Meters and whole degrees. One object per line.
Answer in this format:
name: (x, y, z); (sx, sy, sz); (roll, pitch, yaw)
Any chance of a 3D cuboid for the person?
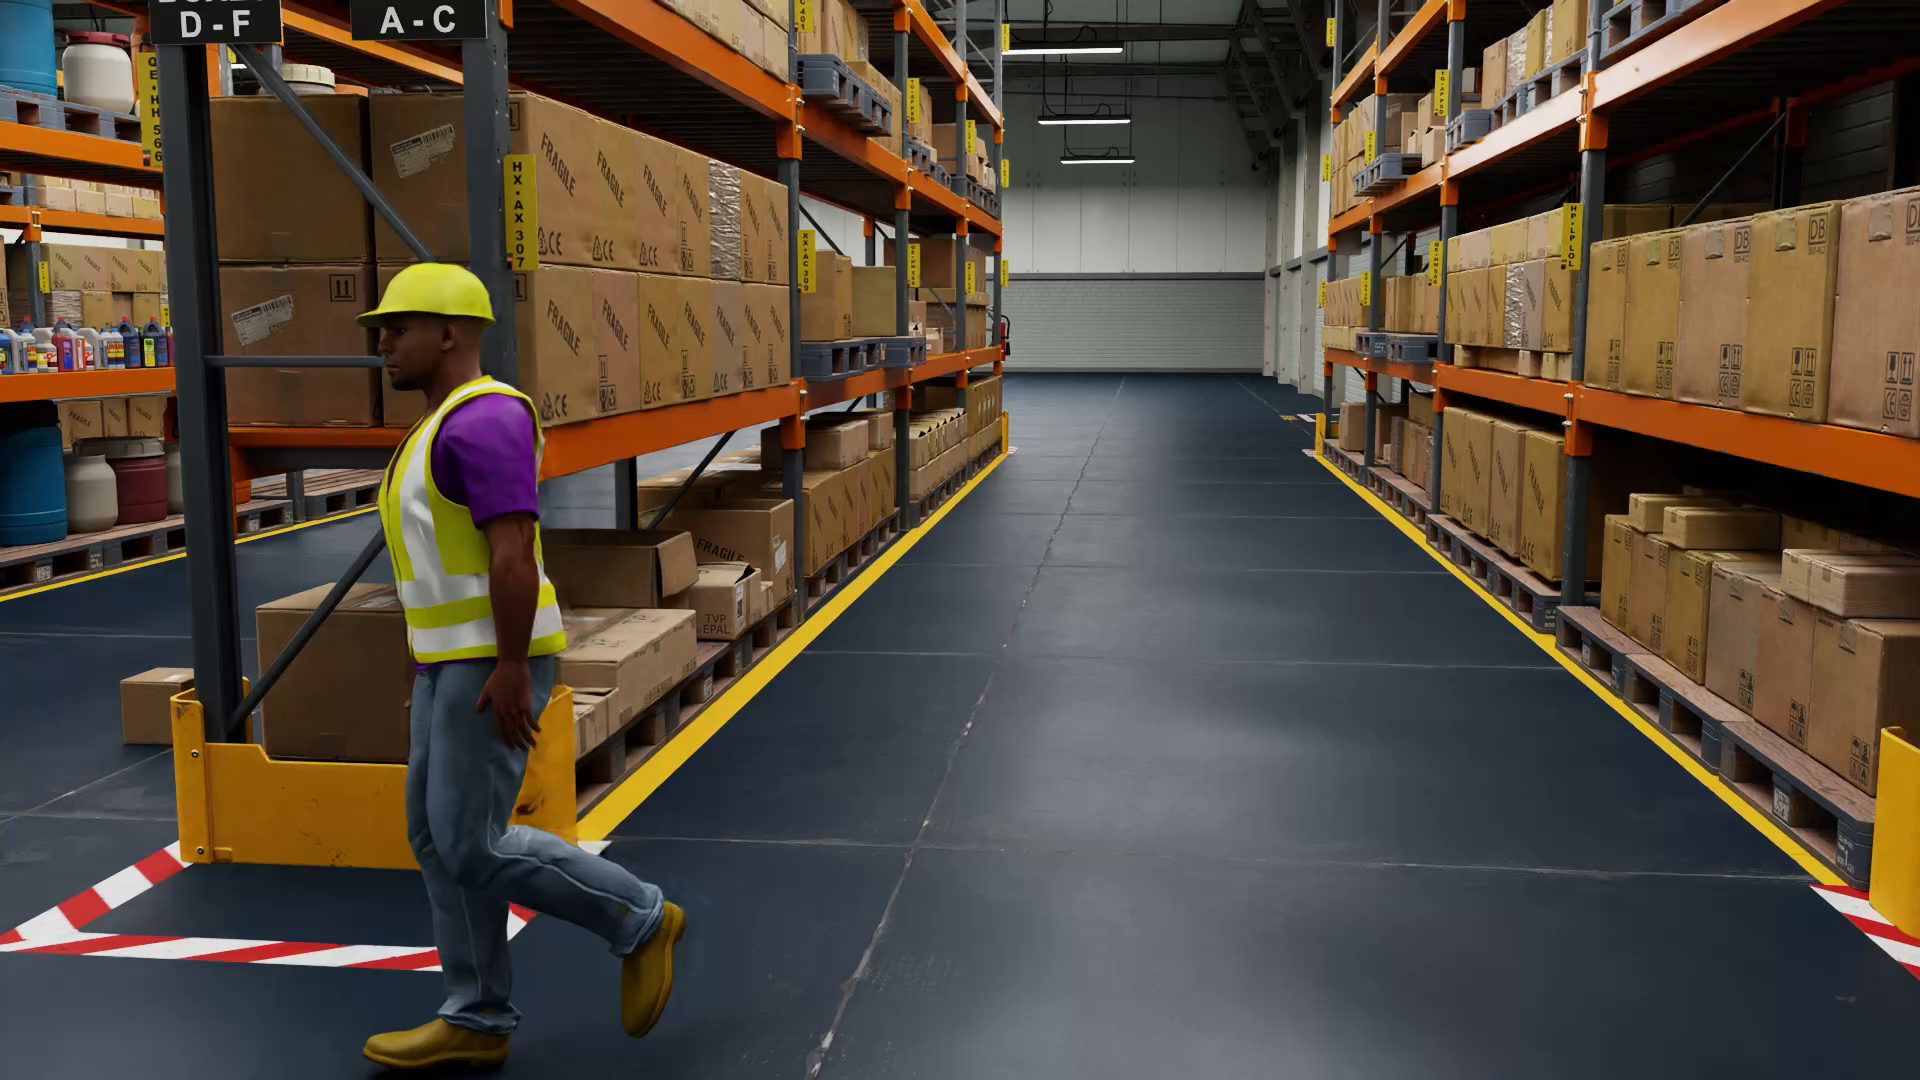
person: (-1.012, 0.263, 3.698); (0.686, 1.738, 0.622); (-4, 8, -26)
